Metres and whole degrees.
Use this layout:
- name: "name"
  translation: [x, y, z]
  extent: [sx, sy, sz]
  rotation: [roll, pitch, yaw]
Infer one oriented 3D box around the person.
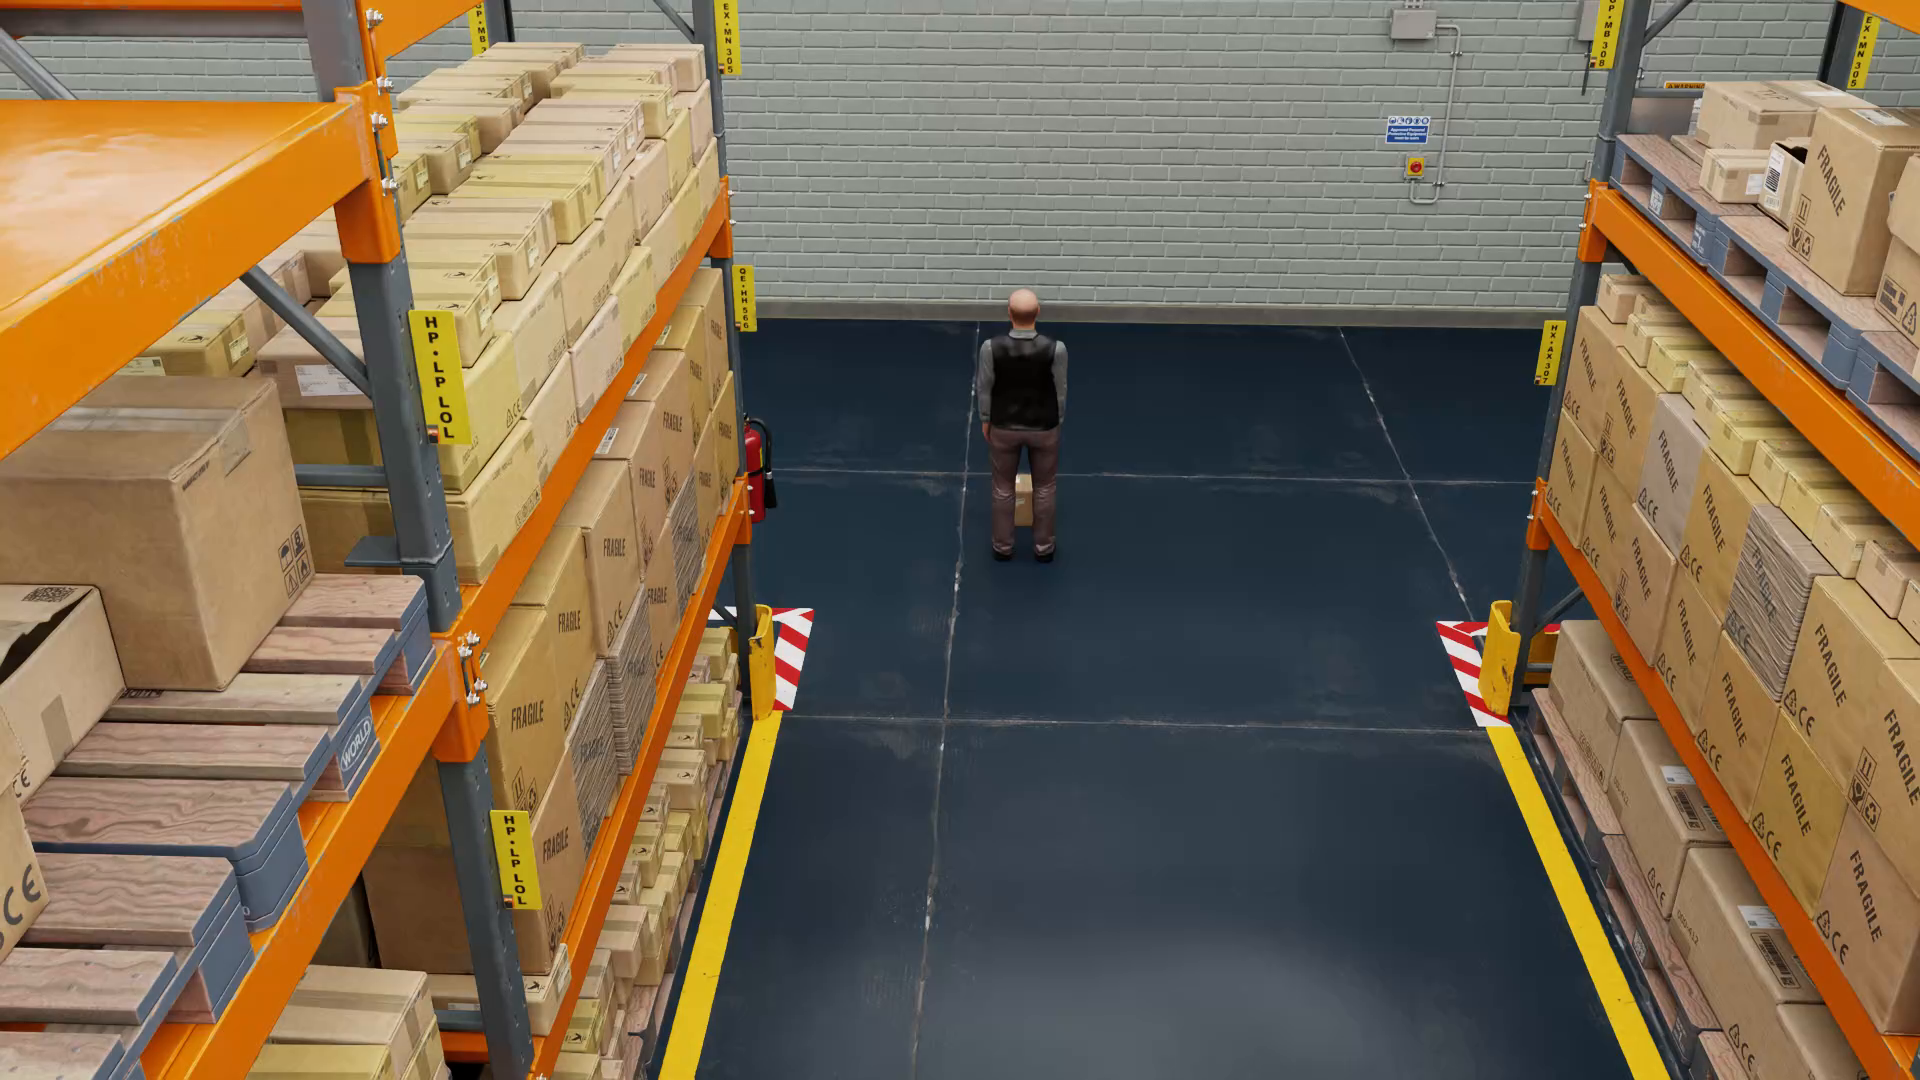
- name: "person"
  translation: [0.366, -0.674, 9.940]
  extent: [0.534, 1.714, 0.357]
  rotation: [2, 28, 3]
